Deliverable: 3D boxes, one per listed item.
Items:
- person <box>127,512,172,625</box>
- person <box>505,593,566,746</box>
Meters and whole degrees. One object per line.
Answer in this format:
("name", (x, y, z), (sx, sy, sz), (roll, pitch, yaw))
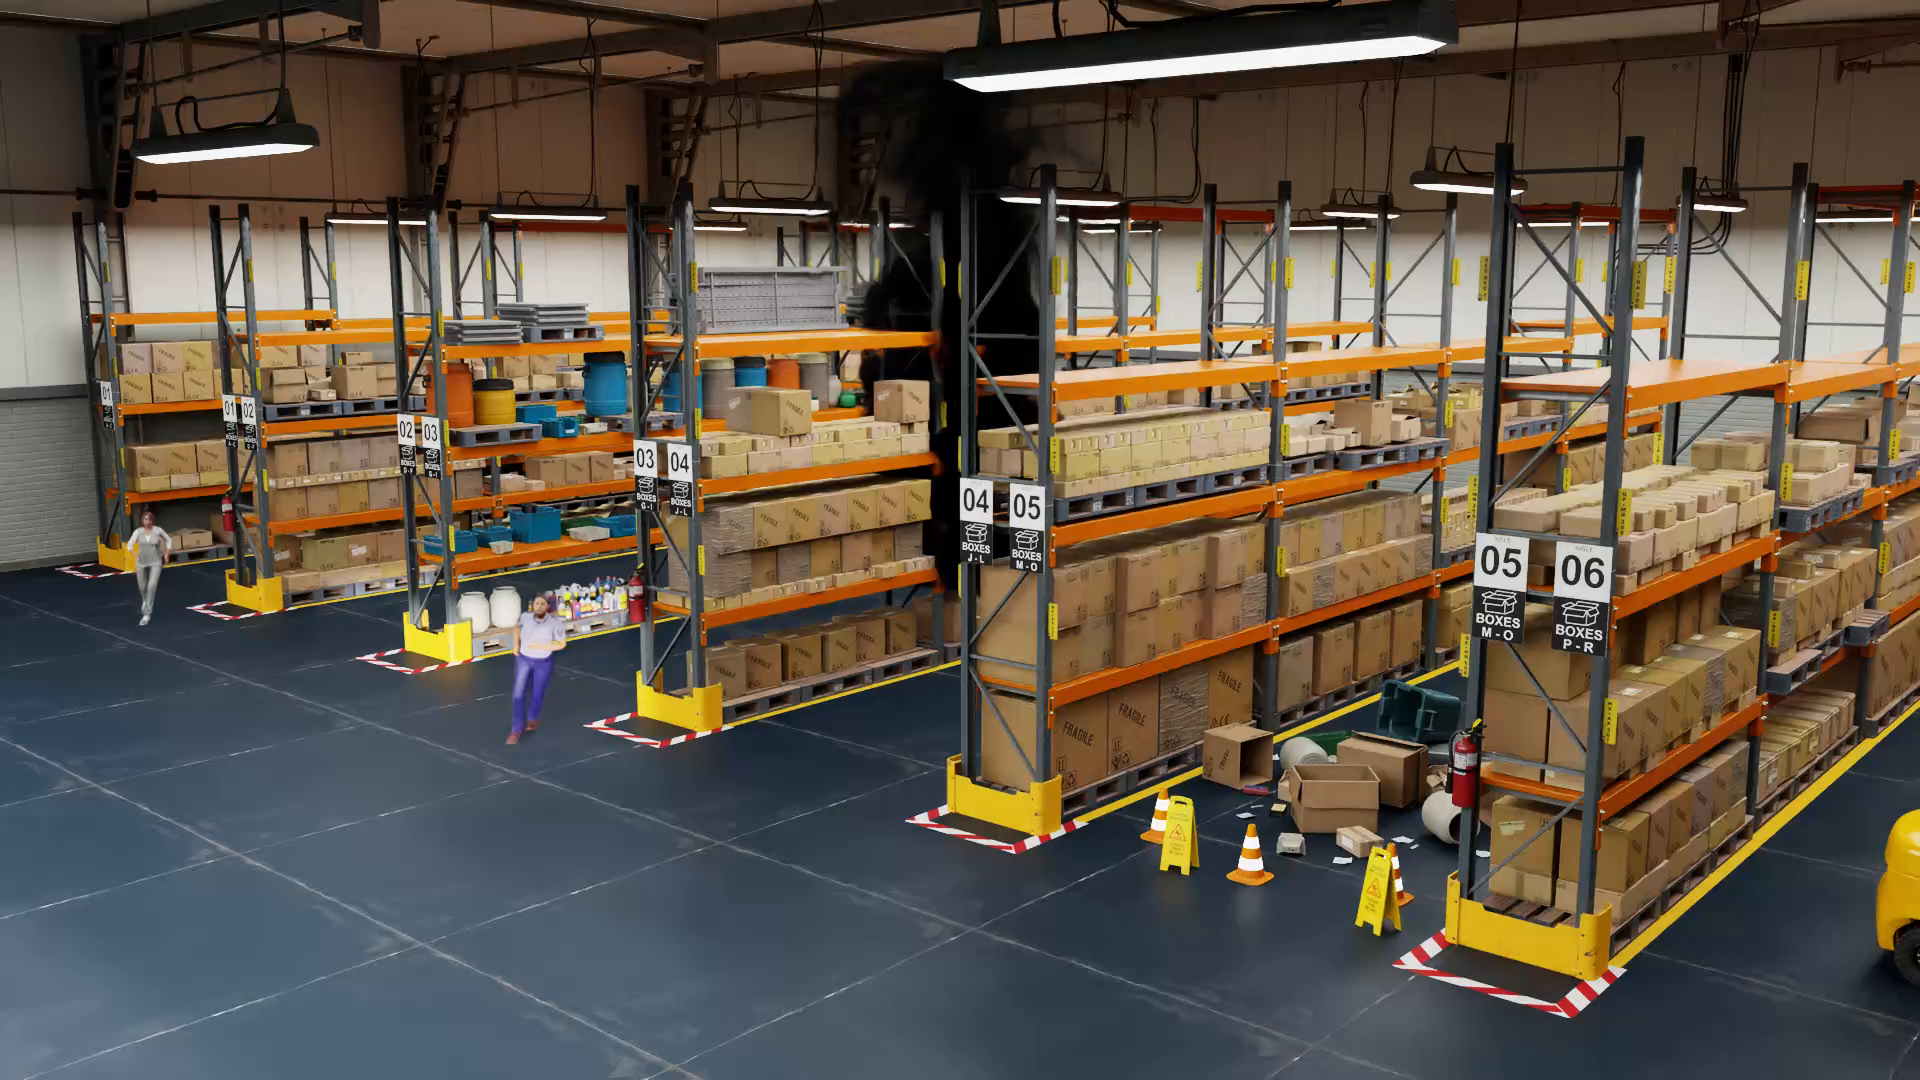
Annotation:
("person", (-11.766, 0.374, 24.158), (0.581, 1.587, 0.905), (-3, 10, -17))
("person", (-4.622, 1.393, 18.194), (0.675, 1.695, 0.668), (-1, 10, -5))
